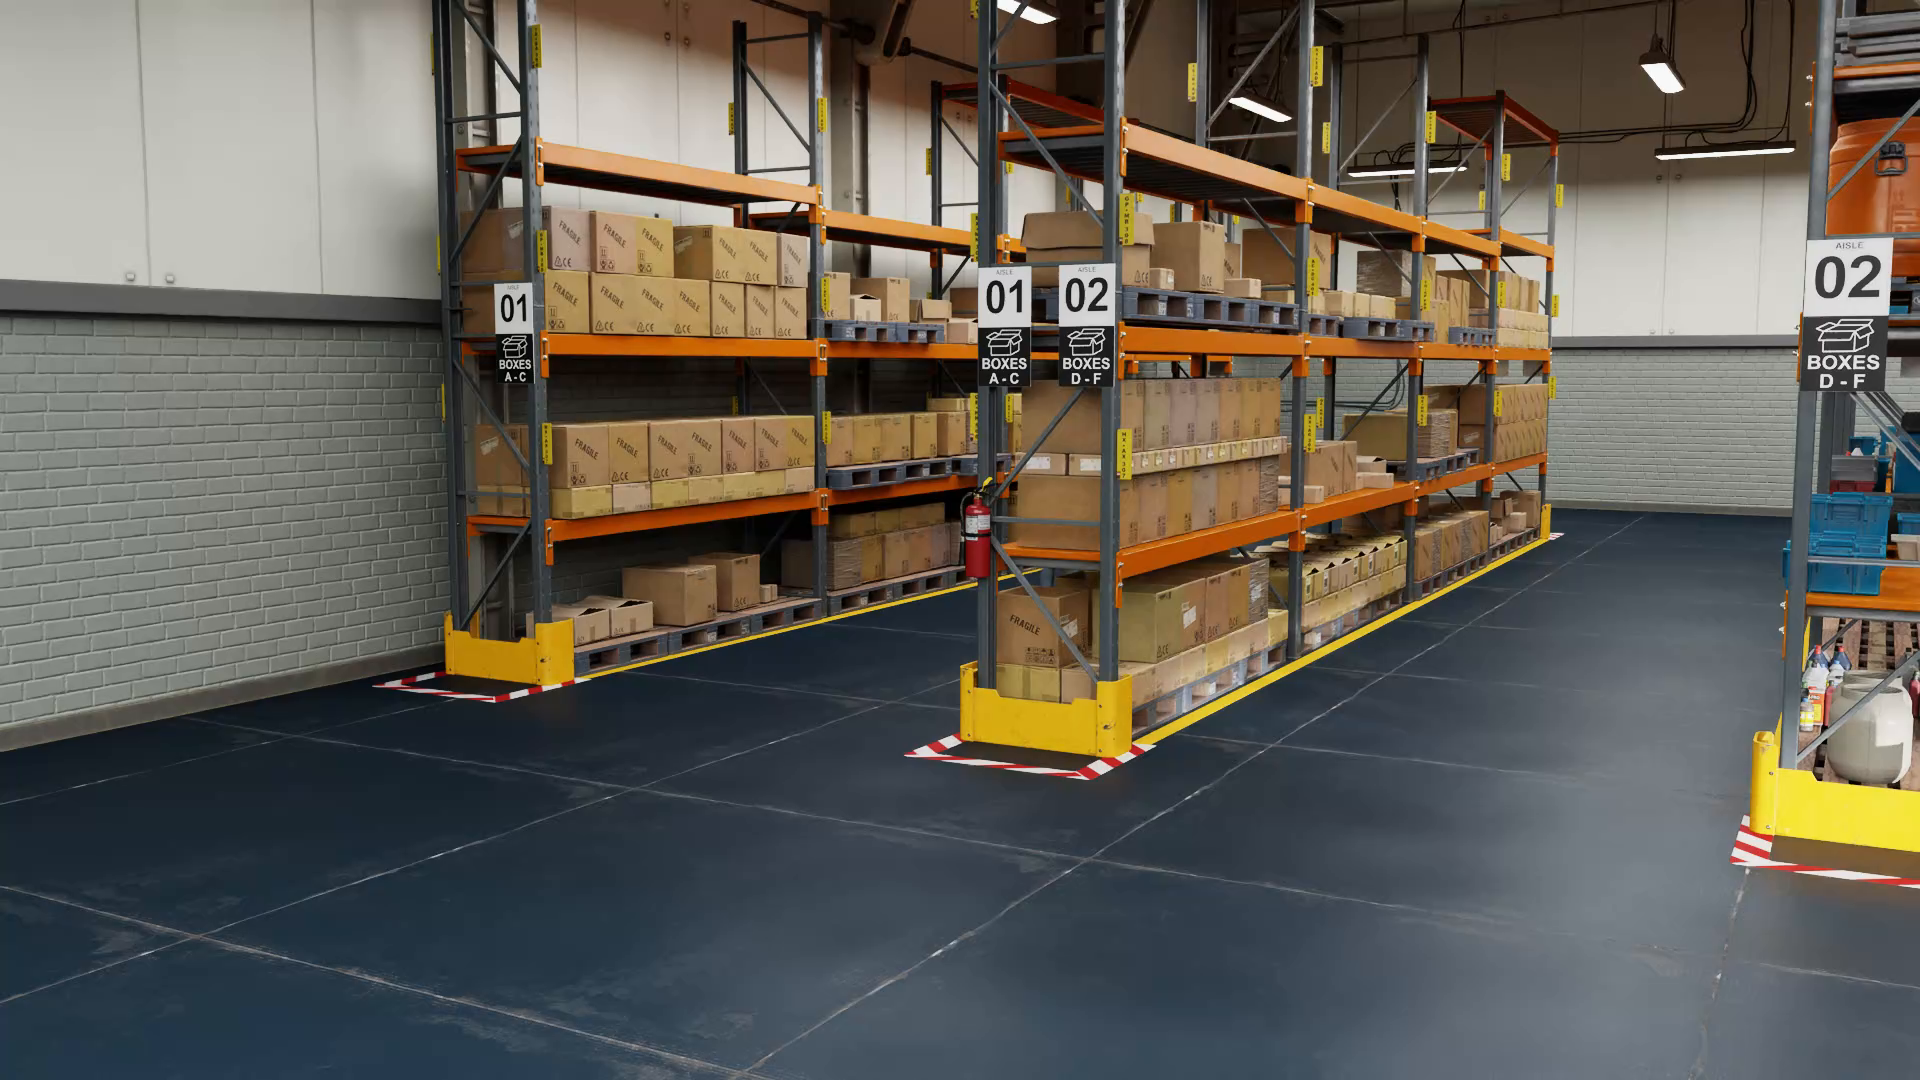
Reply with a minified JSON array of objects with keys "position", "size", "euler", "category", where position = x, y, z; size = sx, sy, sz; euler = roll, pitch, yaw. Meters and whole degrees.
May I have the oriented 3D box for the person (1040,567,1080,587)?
[{"position":[1.114,-0.029,17.601],"size":[0.488,1.497,0.832],"euler":[3,7,27],"category":"person"}]
